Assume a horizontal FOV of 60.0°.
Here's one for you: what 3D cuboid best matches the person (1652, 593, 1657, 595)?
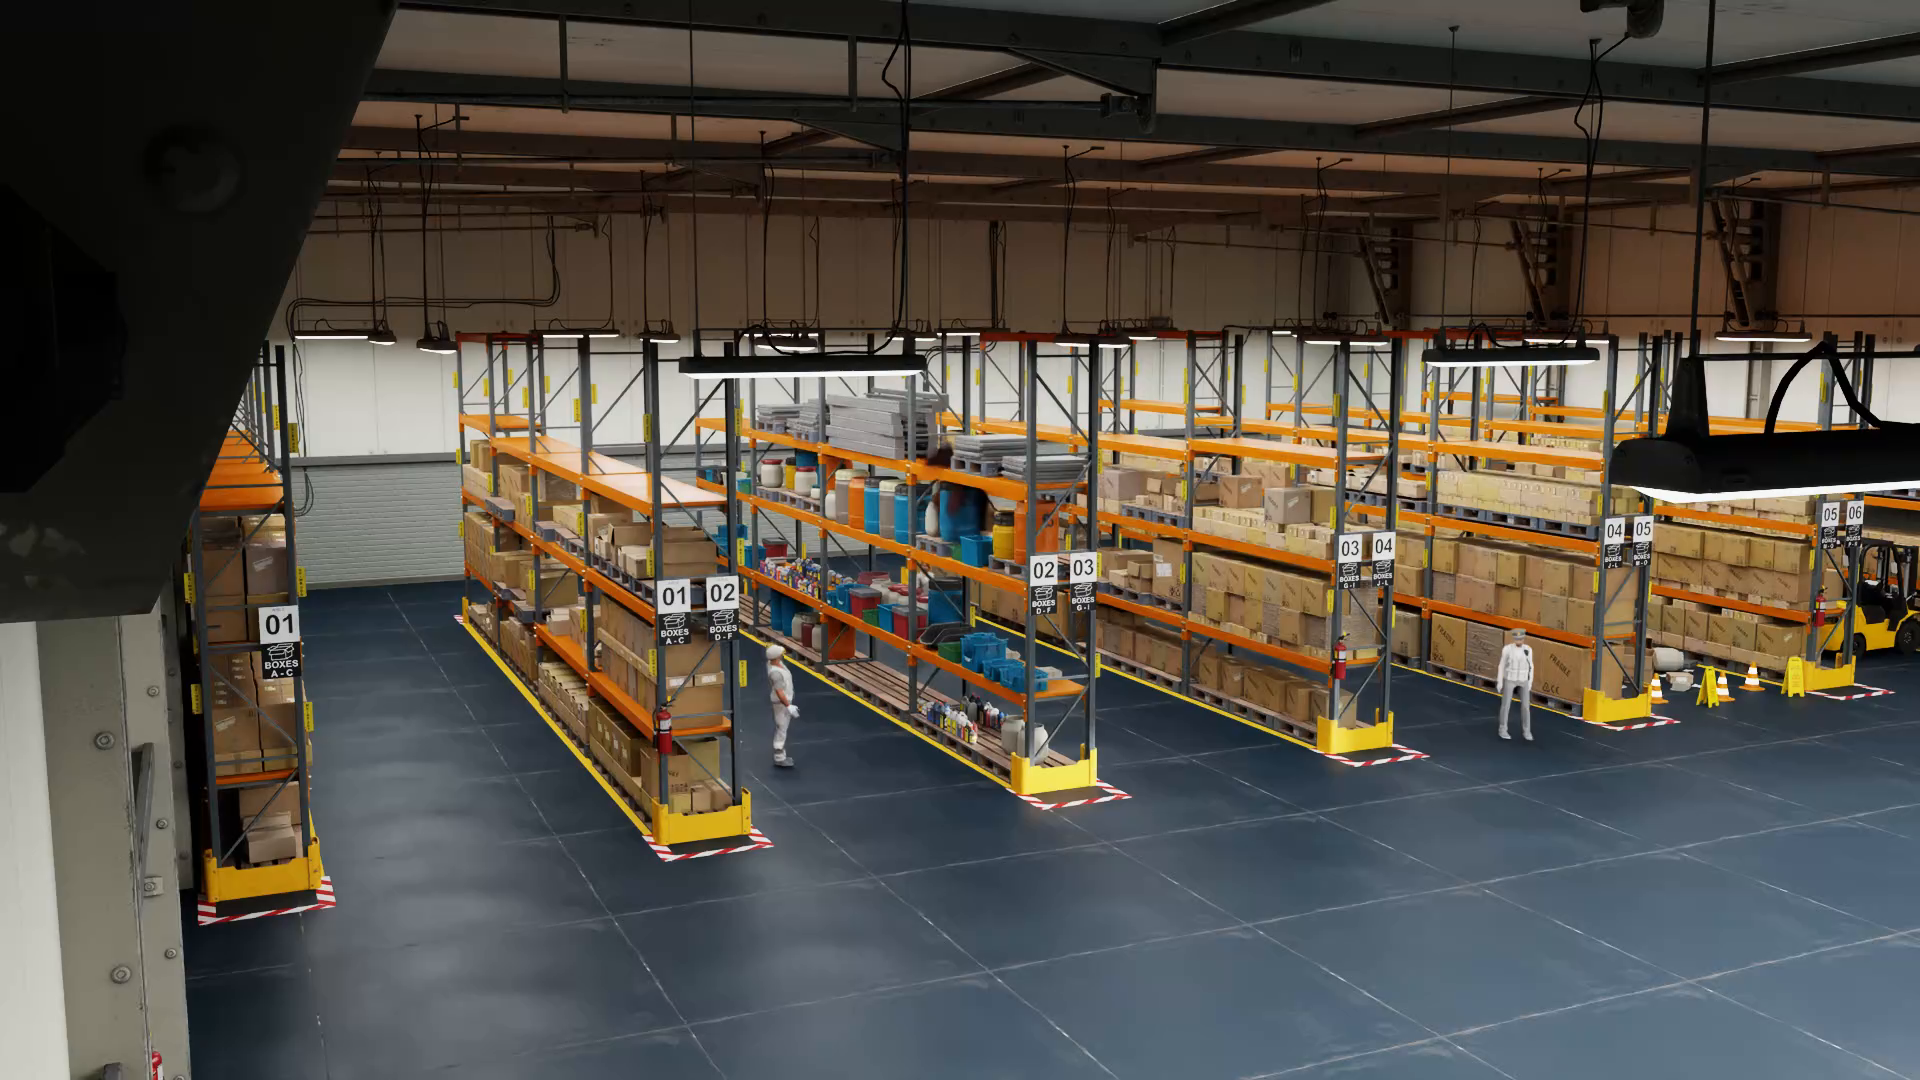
[{"bbox_3d":[14.734,0.761,35.226,0.412,1.692,0.509,0,8,1],"label":"person"}]

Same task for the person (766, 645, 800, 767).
[{"bbox_3d":[-2.484,2.316,23.501,0.479,1.785,0.710,0,8,0],"label":"person"}]

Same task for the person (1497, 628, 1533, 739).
[{"bbox_3d":[8.349,2.147,24.972,0.536,1.668,0.383,0,8,2],"label":"person"}]

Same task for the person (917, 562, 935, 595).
[{"bbox_3d":[-0.670,1.164,32.629,0.420,1.544,0.902,-3,8,-22],"label":"person"}]
